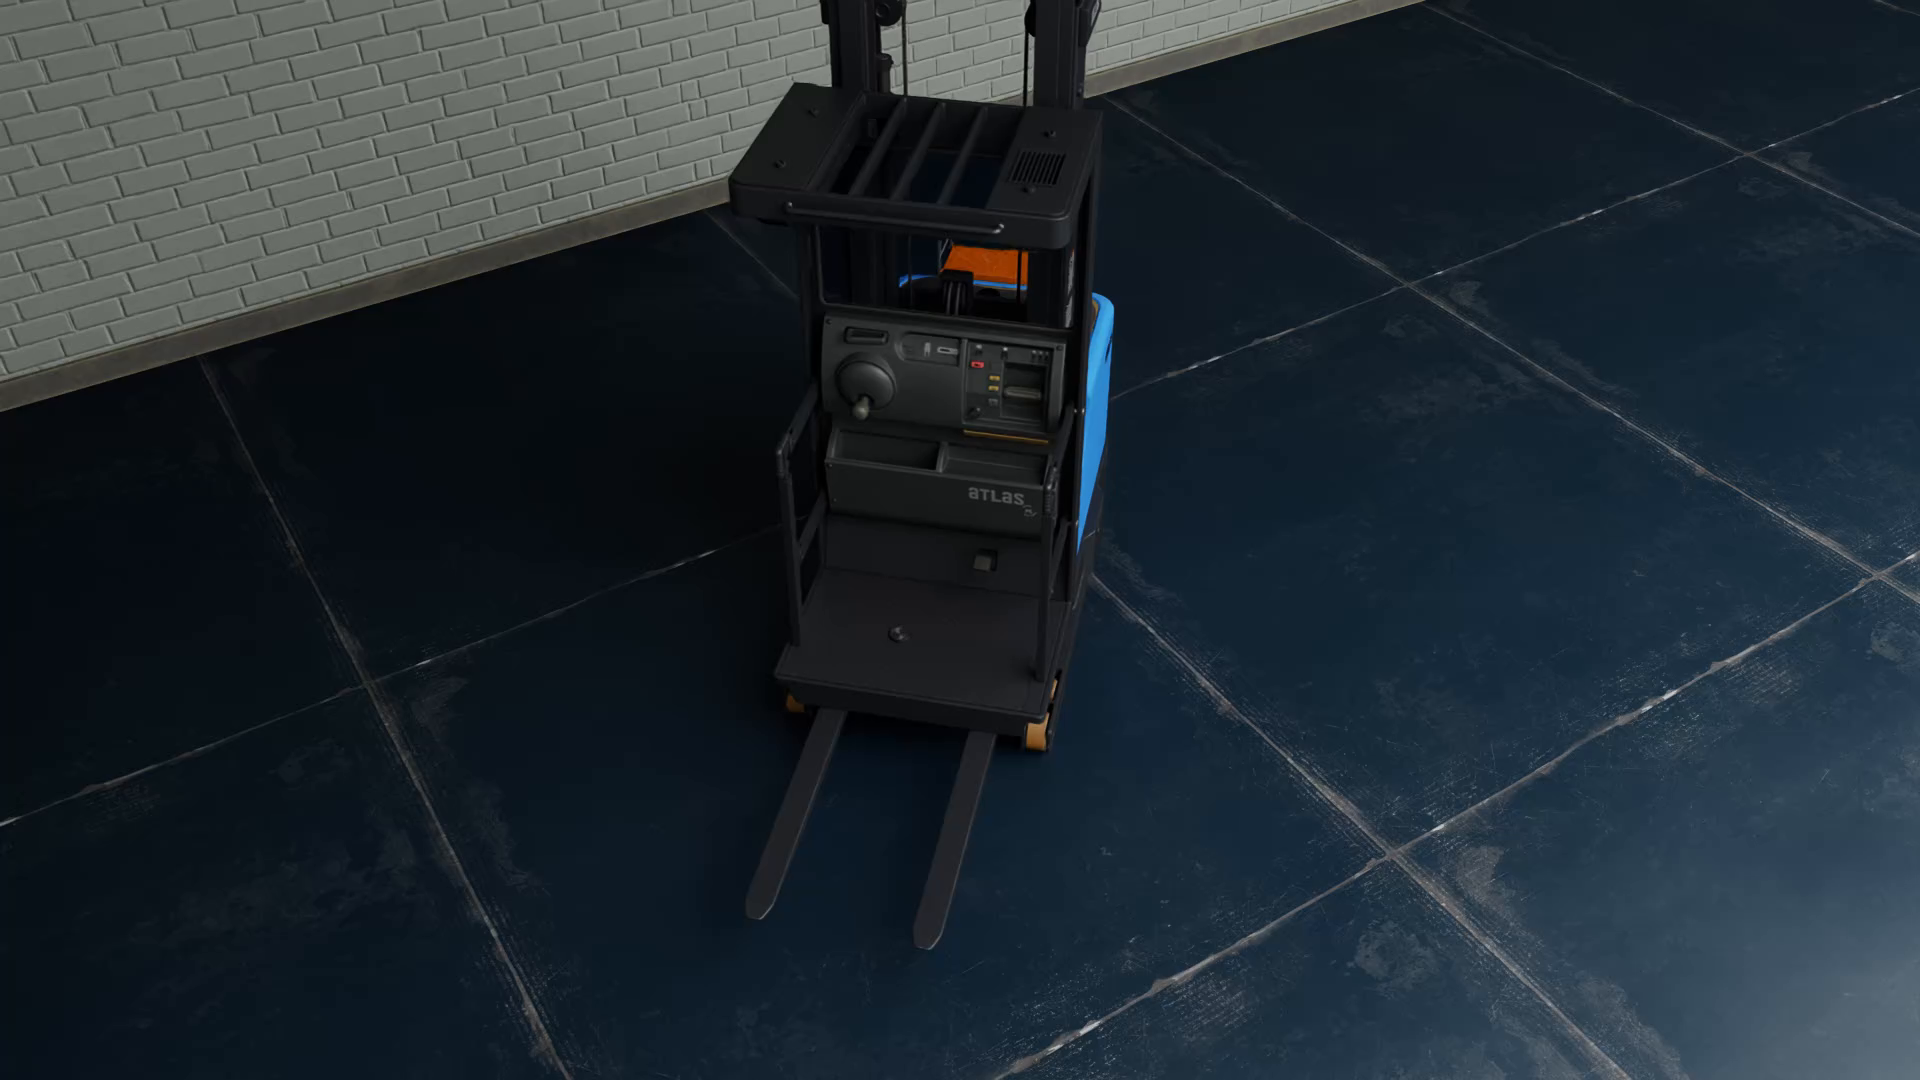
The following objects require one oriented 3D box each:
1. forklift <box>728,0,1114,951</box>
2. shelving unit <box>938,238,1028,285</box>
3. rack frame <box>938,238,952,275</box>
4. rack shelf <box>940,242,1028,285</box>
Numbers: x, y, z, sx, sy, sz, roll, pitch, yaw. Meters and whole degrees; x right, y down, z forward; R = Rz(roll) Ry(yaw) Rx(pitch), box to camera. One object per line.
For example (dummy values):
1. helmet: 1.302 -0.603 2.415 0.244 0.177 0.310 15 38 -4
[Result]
1. forklift: -0.111 -0.538 6.106 1.130 2.935 3.031 8 40 9
2. shelving unit: 0.169 -0.924 7.921 0.503 1.200 0.258 8 40 9
3. rack frame: -0.069 -0.956 7.960 0.015 1.200 0.240 8 40 9
4. rack shelf: 0.170 -1.226 7.670 0.480 0.148 0.258 8 40 9
